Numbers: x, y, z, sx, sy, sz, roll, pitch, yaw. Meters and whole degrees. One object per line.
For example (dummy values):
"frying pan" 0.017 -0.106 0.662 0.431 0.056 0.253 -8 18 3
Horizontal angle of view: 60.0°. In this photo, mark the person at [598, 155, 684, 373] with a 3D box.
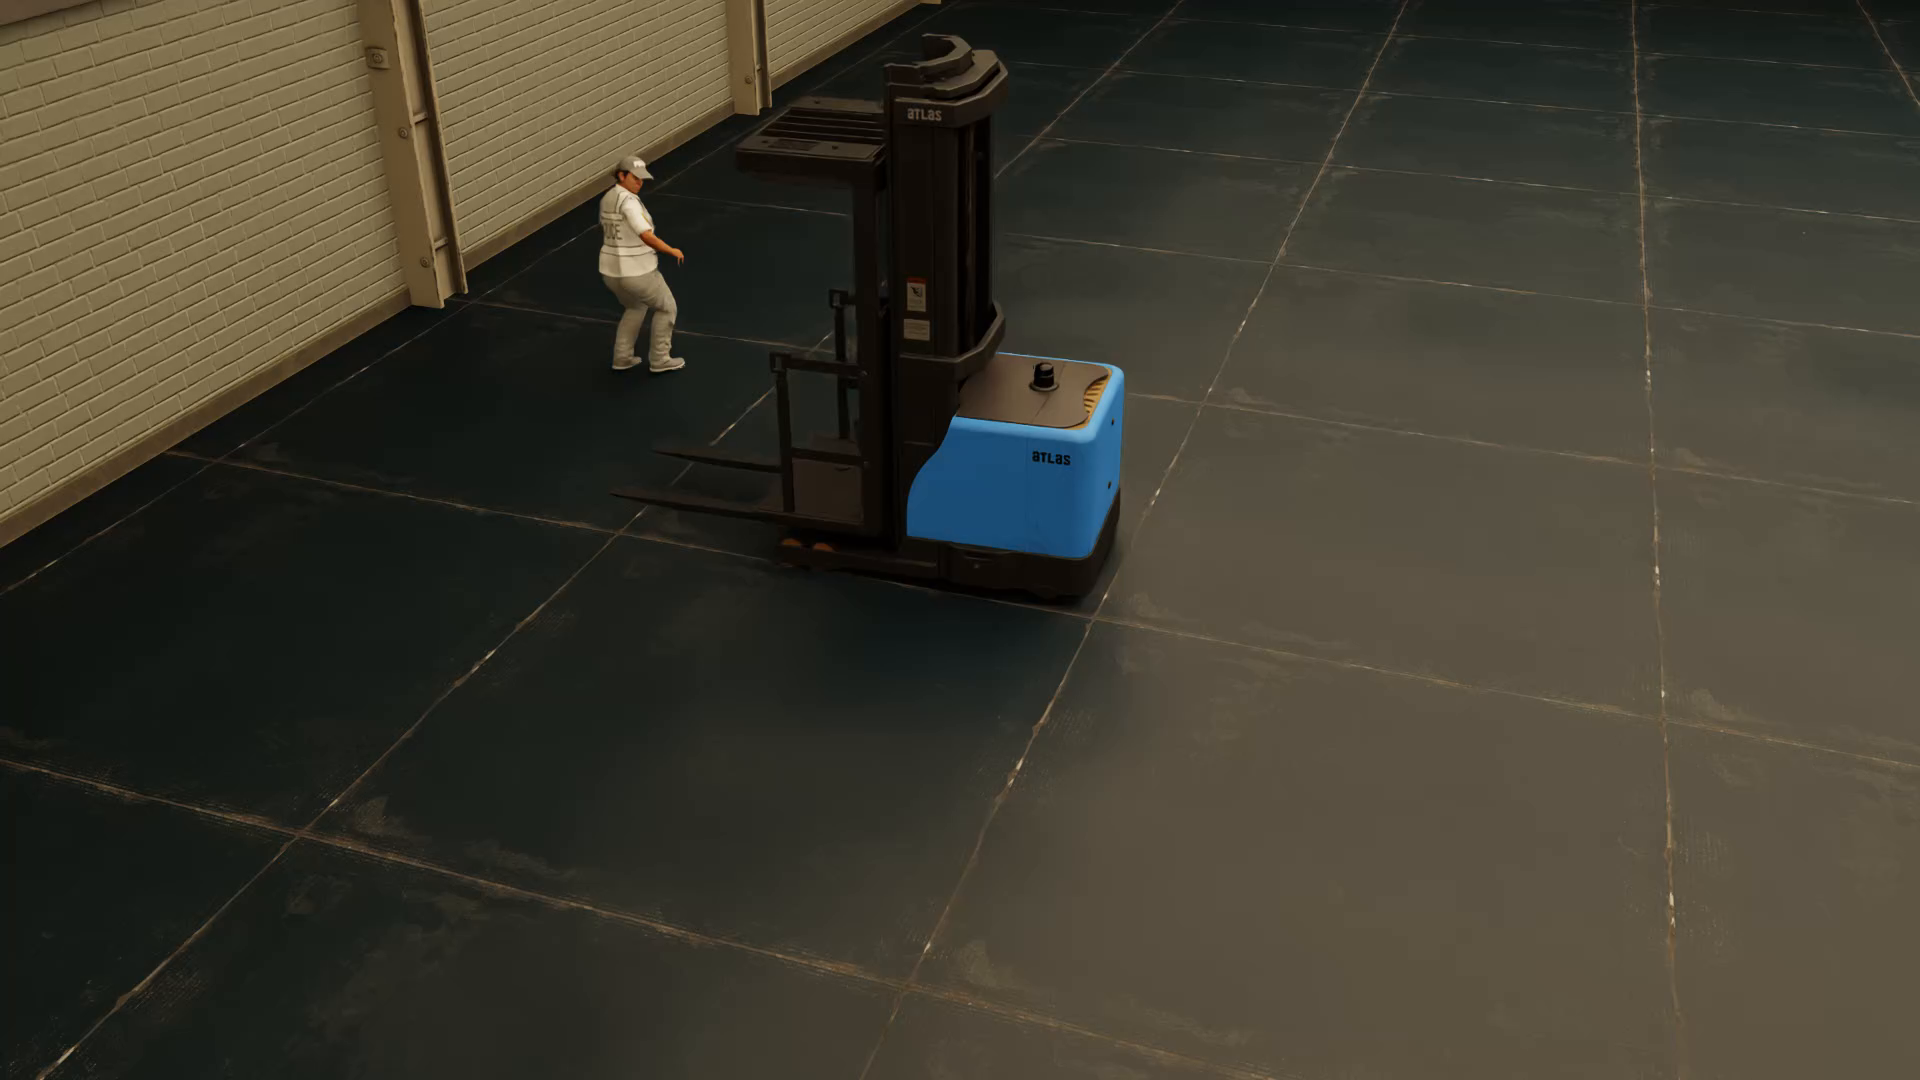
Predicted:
"person" -2.313 -1.958 11.958 0.719 1.620 0.611 24 38 36

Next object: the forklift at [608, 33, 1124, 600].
"forklift" -0.605 -1.330 9.470 3.031 2.935 1.130 8 31 13
